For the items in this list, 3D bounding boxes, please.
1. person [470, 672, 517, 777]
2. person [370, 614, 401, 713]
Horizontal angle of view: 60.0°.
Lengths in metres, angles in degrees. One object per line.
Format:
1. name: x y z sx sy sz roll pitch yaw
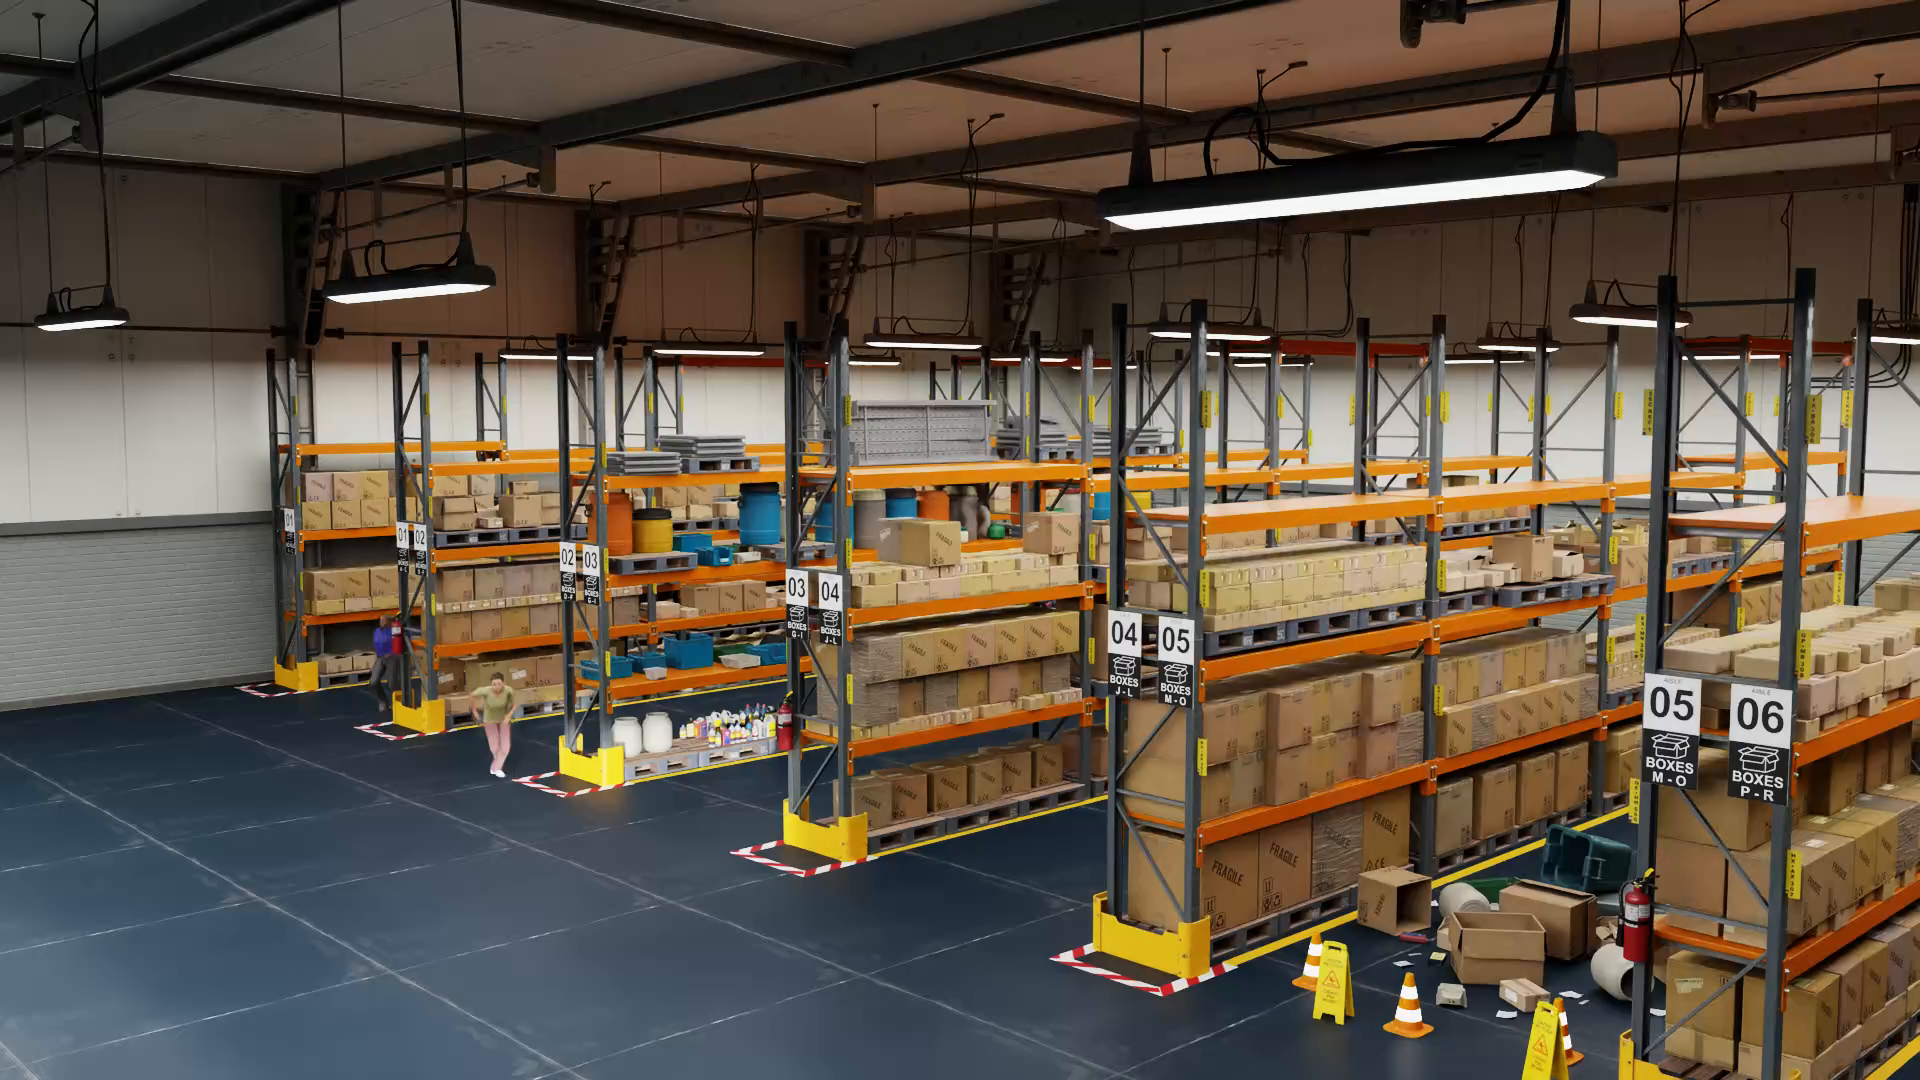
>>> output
1. person: -6.299 2.489 22.483 0.600 1.489 0.779 -2 5 -20
2. person: -9.390 2.013 27.142 0.571 1.636 0.757 1 5 7
